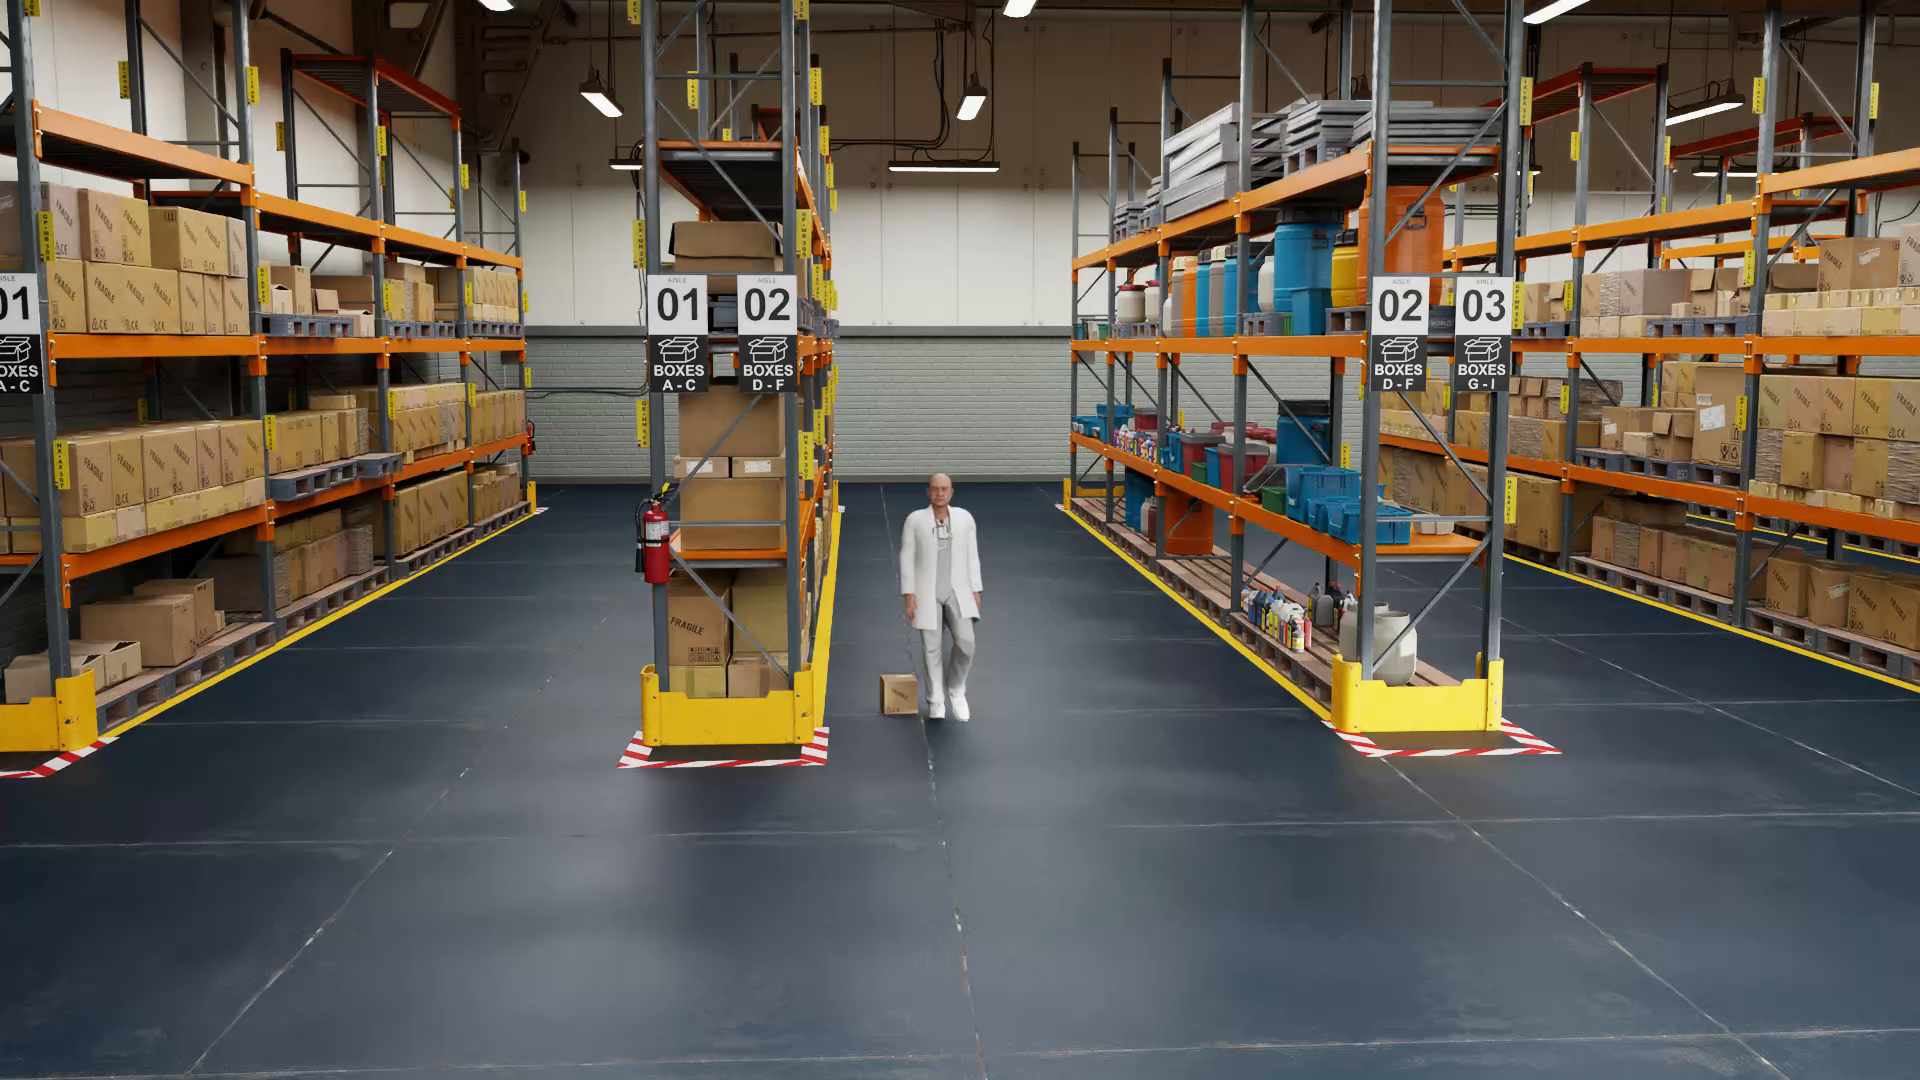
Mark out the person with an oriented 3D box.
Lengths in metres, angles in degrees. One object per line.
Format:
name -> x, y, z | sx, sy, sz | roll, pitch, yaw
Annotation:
person -> -0.128, 0.426, 12.046 | 0.620, 1.810, 0.484 | -1, 7, -7
